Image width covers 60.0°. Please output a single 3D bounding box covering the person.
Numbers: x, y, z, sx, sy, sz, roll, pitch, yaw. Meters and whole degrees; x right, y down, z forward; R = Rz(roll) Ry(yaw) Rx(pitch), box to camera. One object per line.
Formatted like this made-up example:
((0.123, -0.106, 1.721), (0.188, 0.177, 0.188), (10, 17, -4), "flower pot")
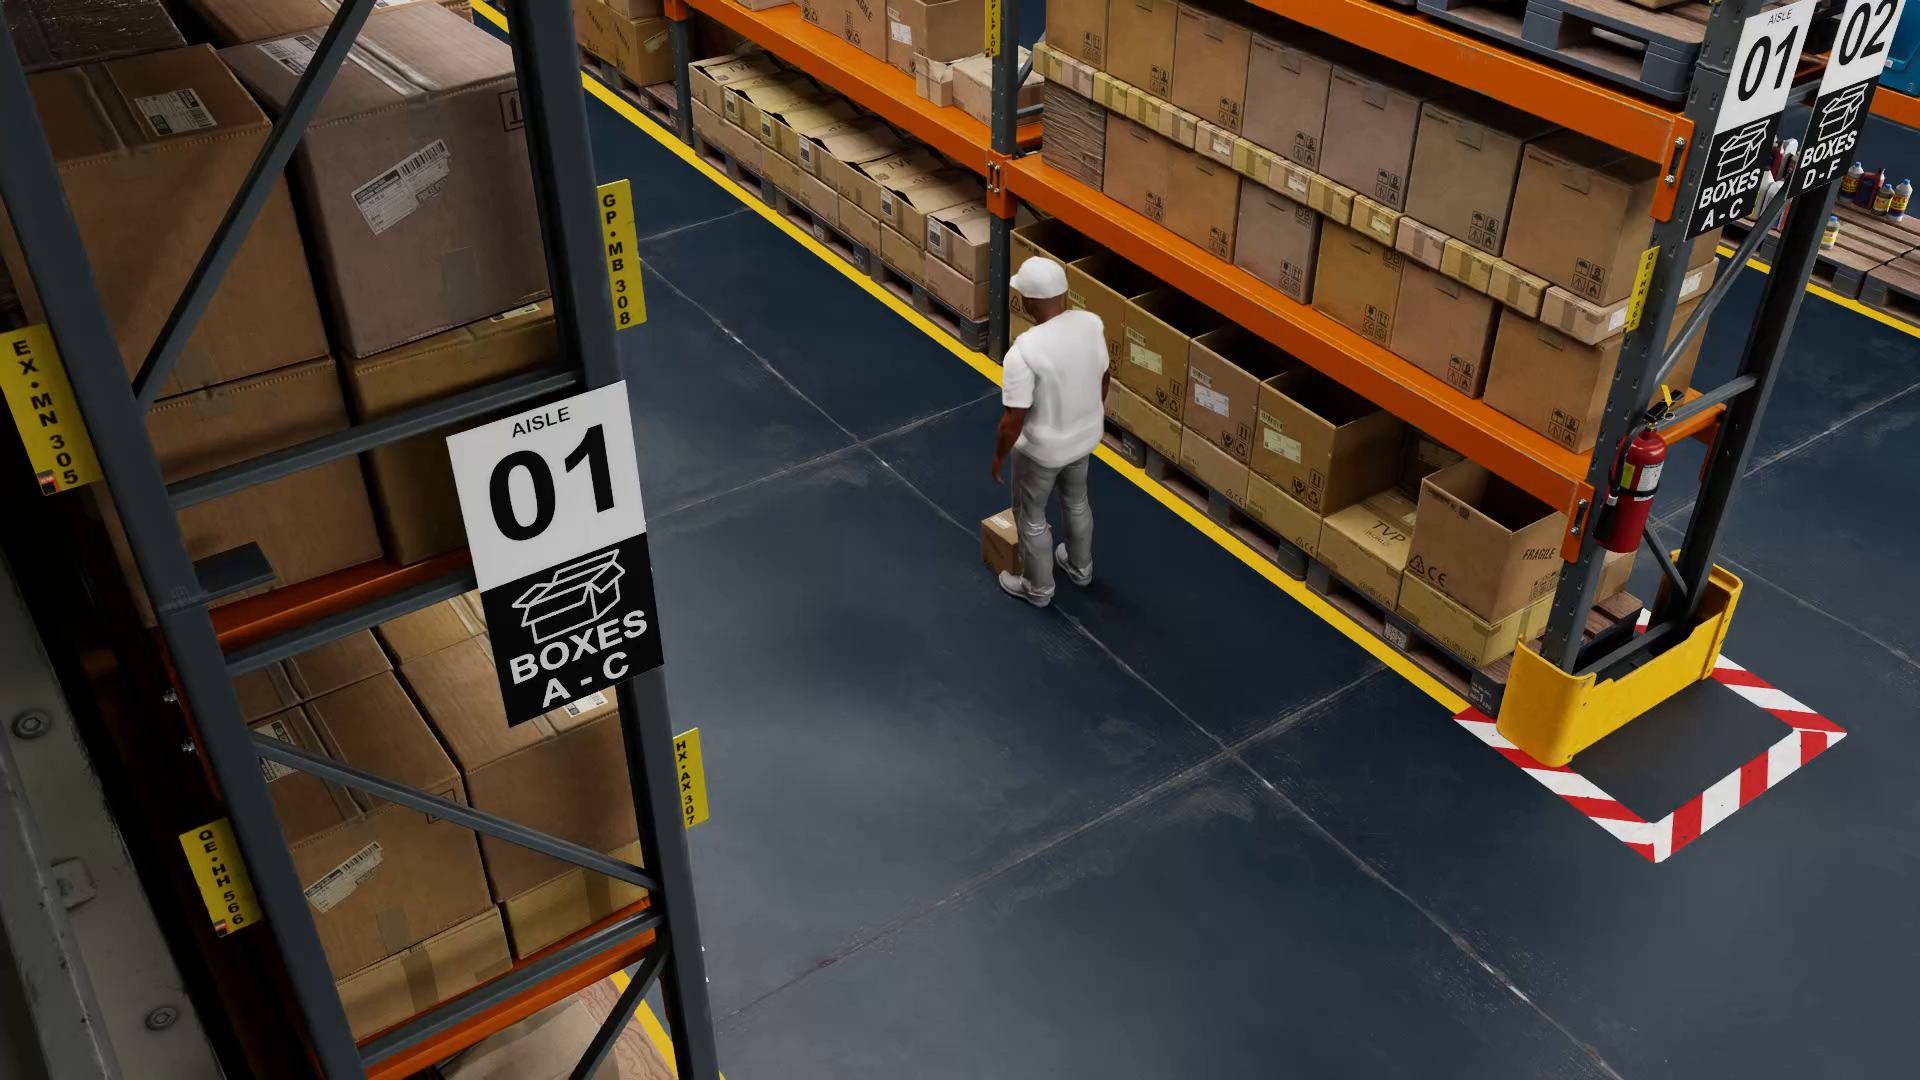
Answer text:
((0.409, -0.480, 7.644), (0.636, 1.761, 0.454), (-25, 43, -30), "person")
